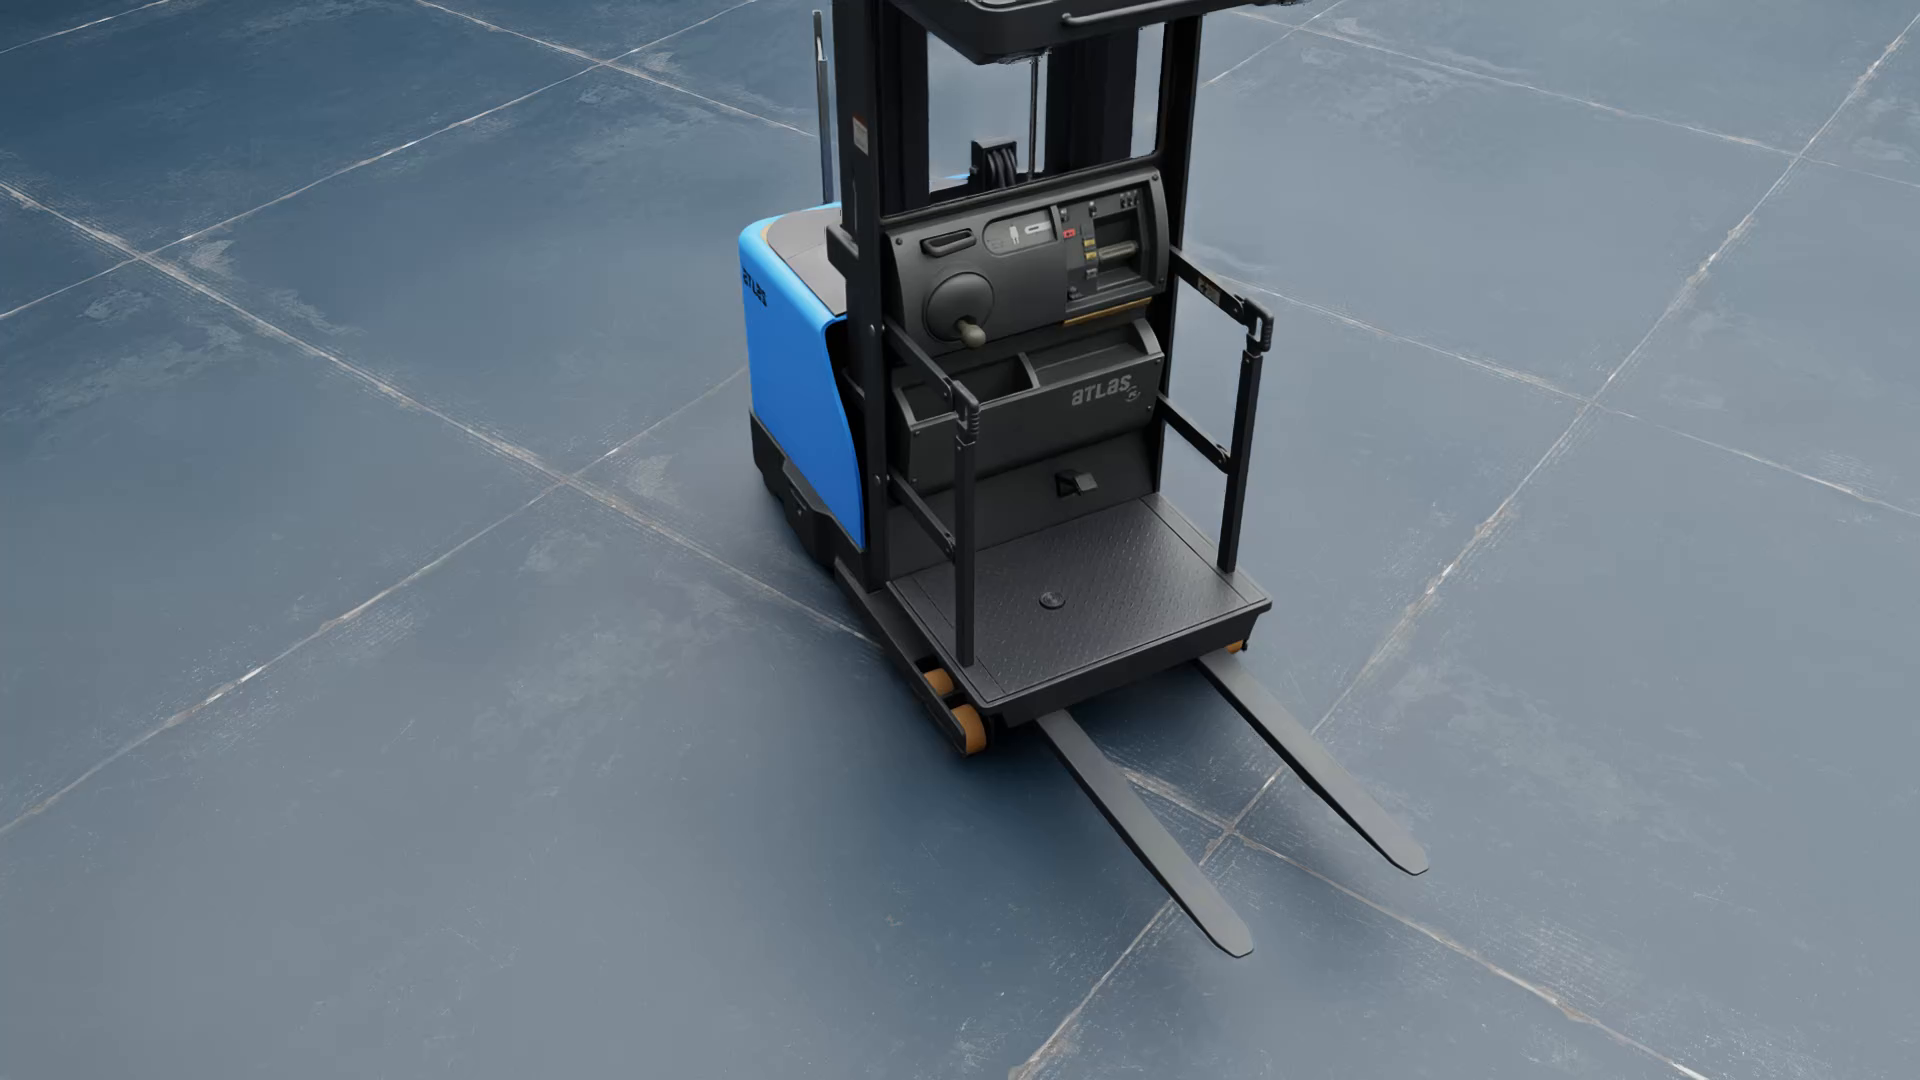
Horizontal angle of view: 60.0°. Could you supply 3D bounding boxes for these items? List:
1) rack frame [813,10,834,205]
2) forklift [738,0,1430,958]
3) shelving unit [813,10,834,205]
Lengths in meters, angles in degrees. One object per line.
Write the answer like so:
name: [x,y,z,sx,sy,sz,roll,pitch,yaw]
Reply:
rack frame: [-0.527,-1.307,6.703,0.032,1.500,0.500,-4,38,-5]
forklift: [0.325,-0.778,4.866,1.130,2.935,3.031,-18,42,-22]
shelving unit: [-0.022,-1.342,6.748,1.048,1.500,0.500,-4,38,-5]
